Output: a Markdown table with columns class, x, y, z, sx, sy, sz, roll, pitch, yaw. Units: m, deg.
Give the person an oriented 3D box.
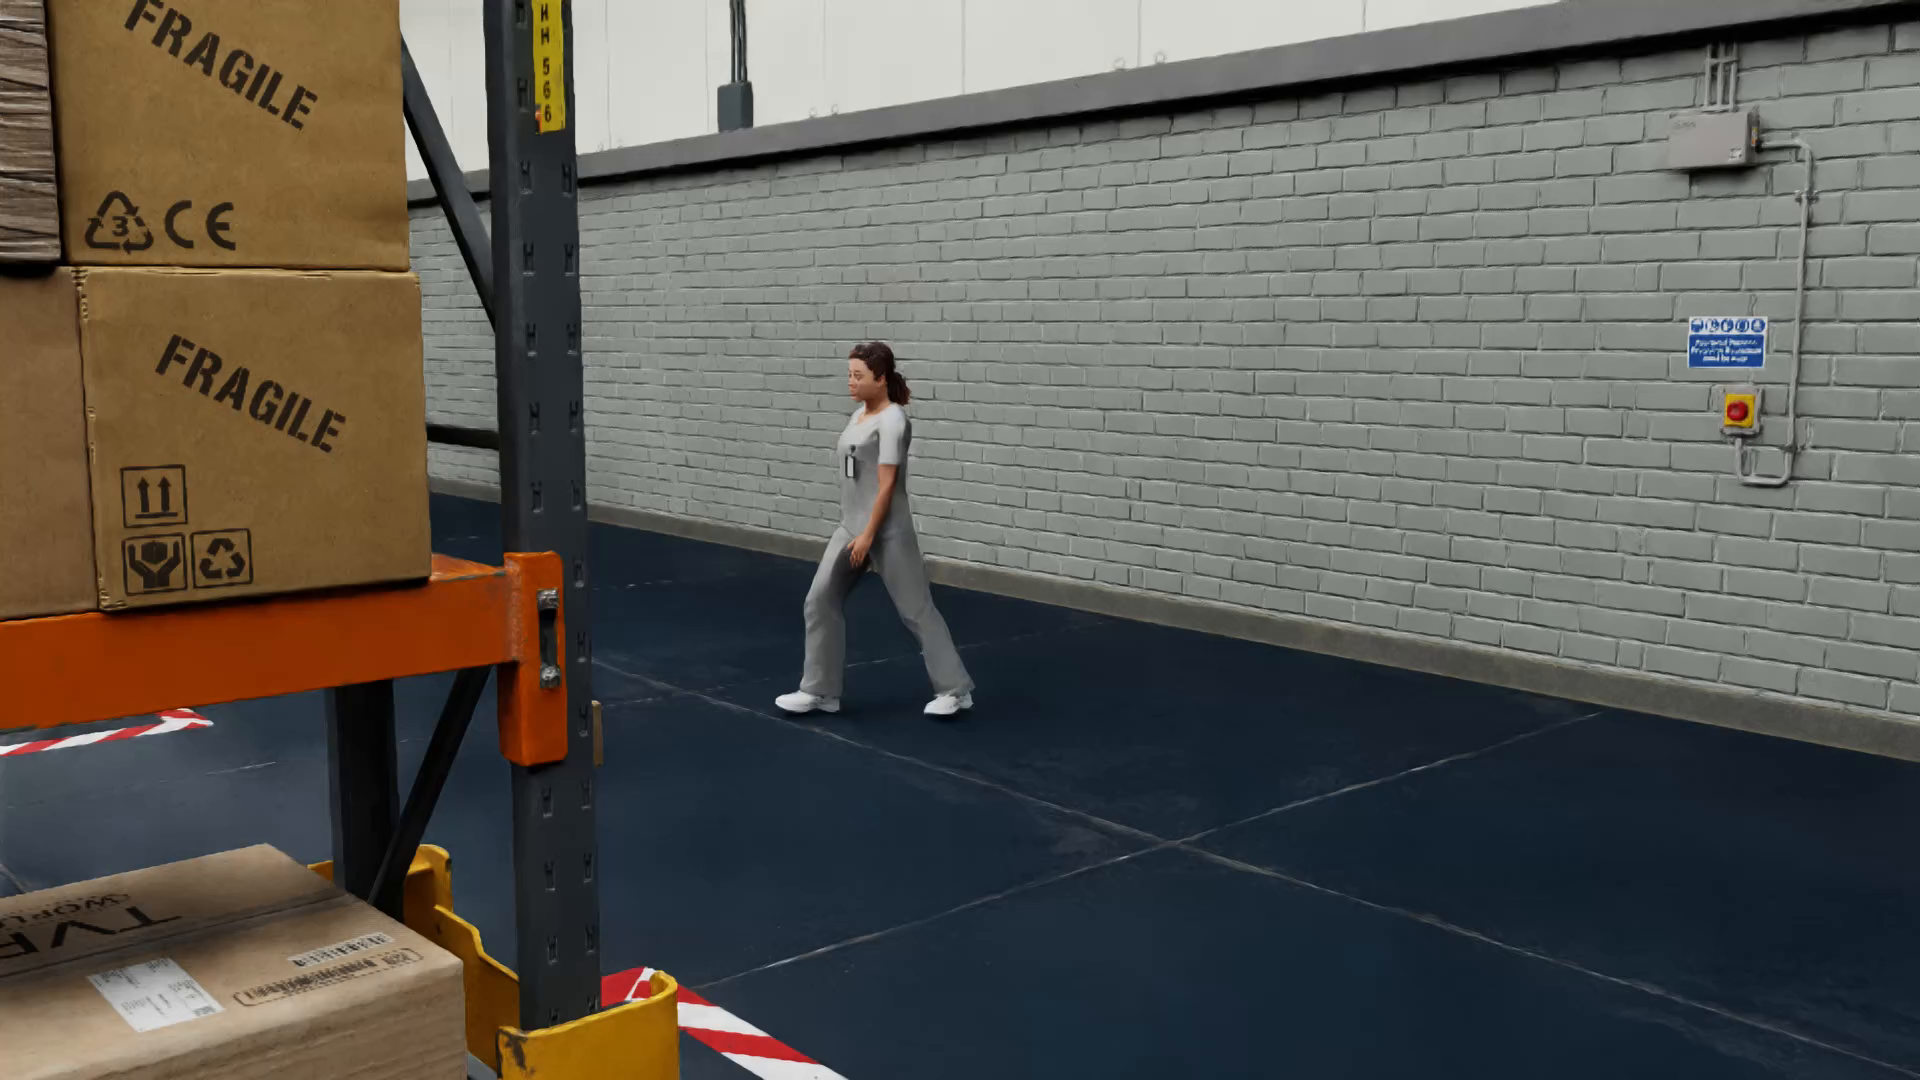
| class | x | y | z | sx | sy | sz | roll | pitch | yaw |
| --- | --- | --- | --- | --- | --- | --- | --- | --- | --- |
| person | -0.356 | -0.031 | 7.198 | 0.788 | 1.611 | 0.534 | -5 | 9 | -31 |
